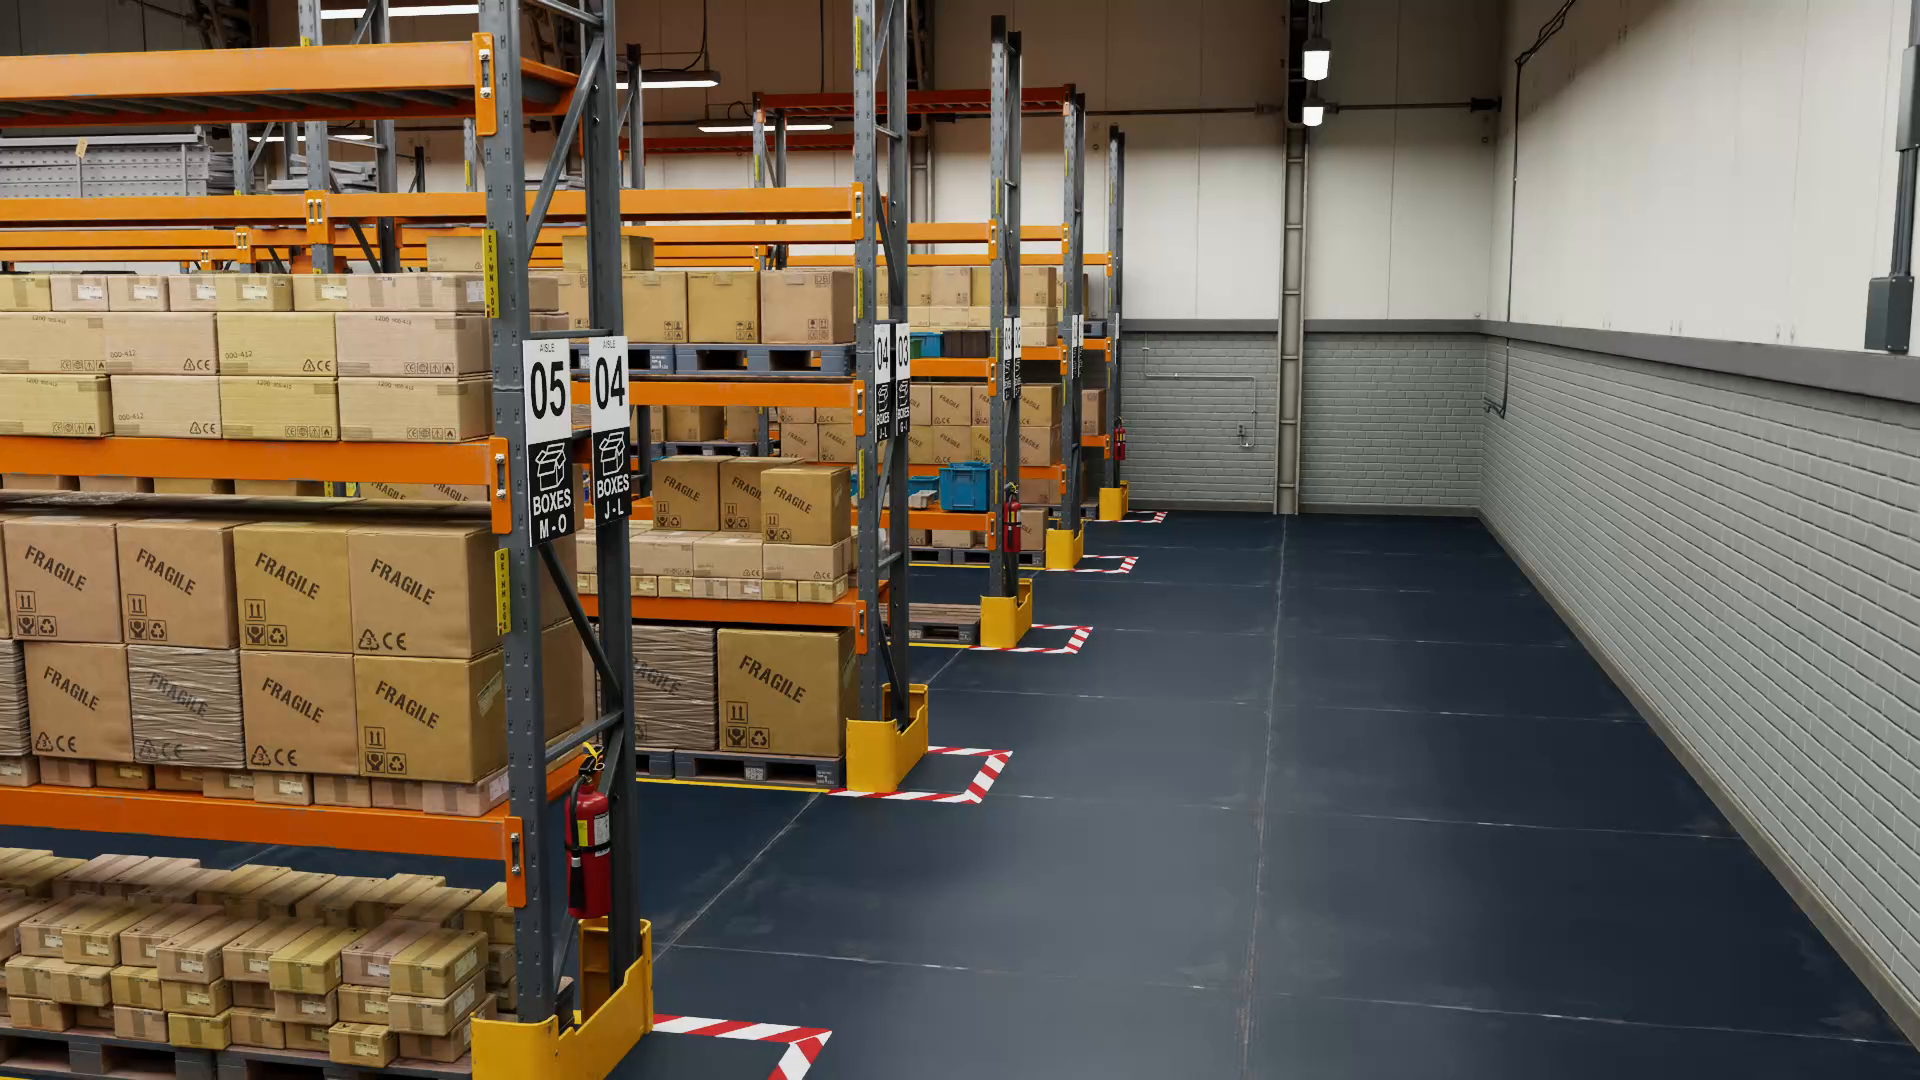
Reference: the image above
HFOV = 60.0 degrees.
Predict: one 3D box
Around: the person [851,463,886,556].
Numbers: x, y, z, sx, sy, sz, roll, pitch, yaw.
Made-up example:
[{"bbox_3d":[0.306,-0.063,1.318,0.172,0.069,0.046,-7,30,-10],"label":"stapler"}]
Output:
[{"bbox_3d":[-1.025,0.004,17.748,0.451,1.671,0.521,1,8,9],"label":"person"}]
